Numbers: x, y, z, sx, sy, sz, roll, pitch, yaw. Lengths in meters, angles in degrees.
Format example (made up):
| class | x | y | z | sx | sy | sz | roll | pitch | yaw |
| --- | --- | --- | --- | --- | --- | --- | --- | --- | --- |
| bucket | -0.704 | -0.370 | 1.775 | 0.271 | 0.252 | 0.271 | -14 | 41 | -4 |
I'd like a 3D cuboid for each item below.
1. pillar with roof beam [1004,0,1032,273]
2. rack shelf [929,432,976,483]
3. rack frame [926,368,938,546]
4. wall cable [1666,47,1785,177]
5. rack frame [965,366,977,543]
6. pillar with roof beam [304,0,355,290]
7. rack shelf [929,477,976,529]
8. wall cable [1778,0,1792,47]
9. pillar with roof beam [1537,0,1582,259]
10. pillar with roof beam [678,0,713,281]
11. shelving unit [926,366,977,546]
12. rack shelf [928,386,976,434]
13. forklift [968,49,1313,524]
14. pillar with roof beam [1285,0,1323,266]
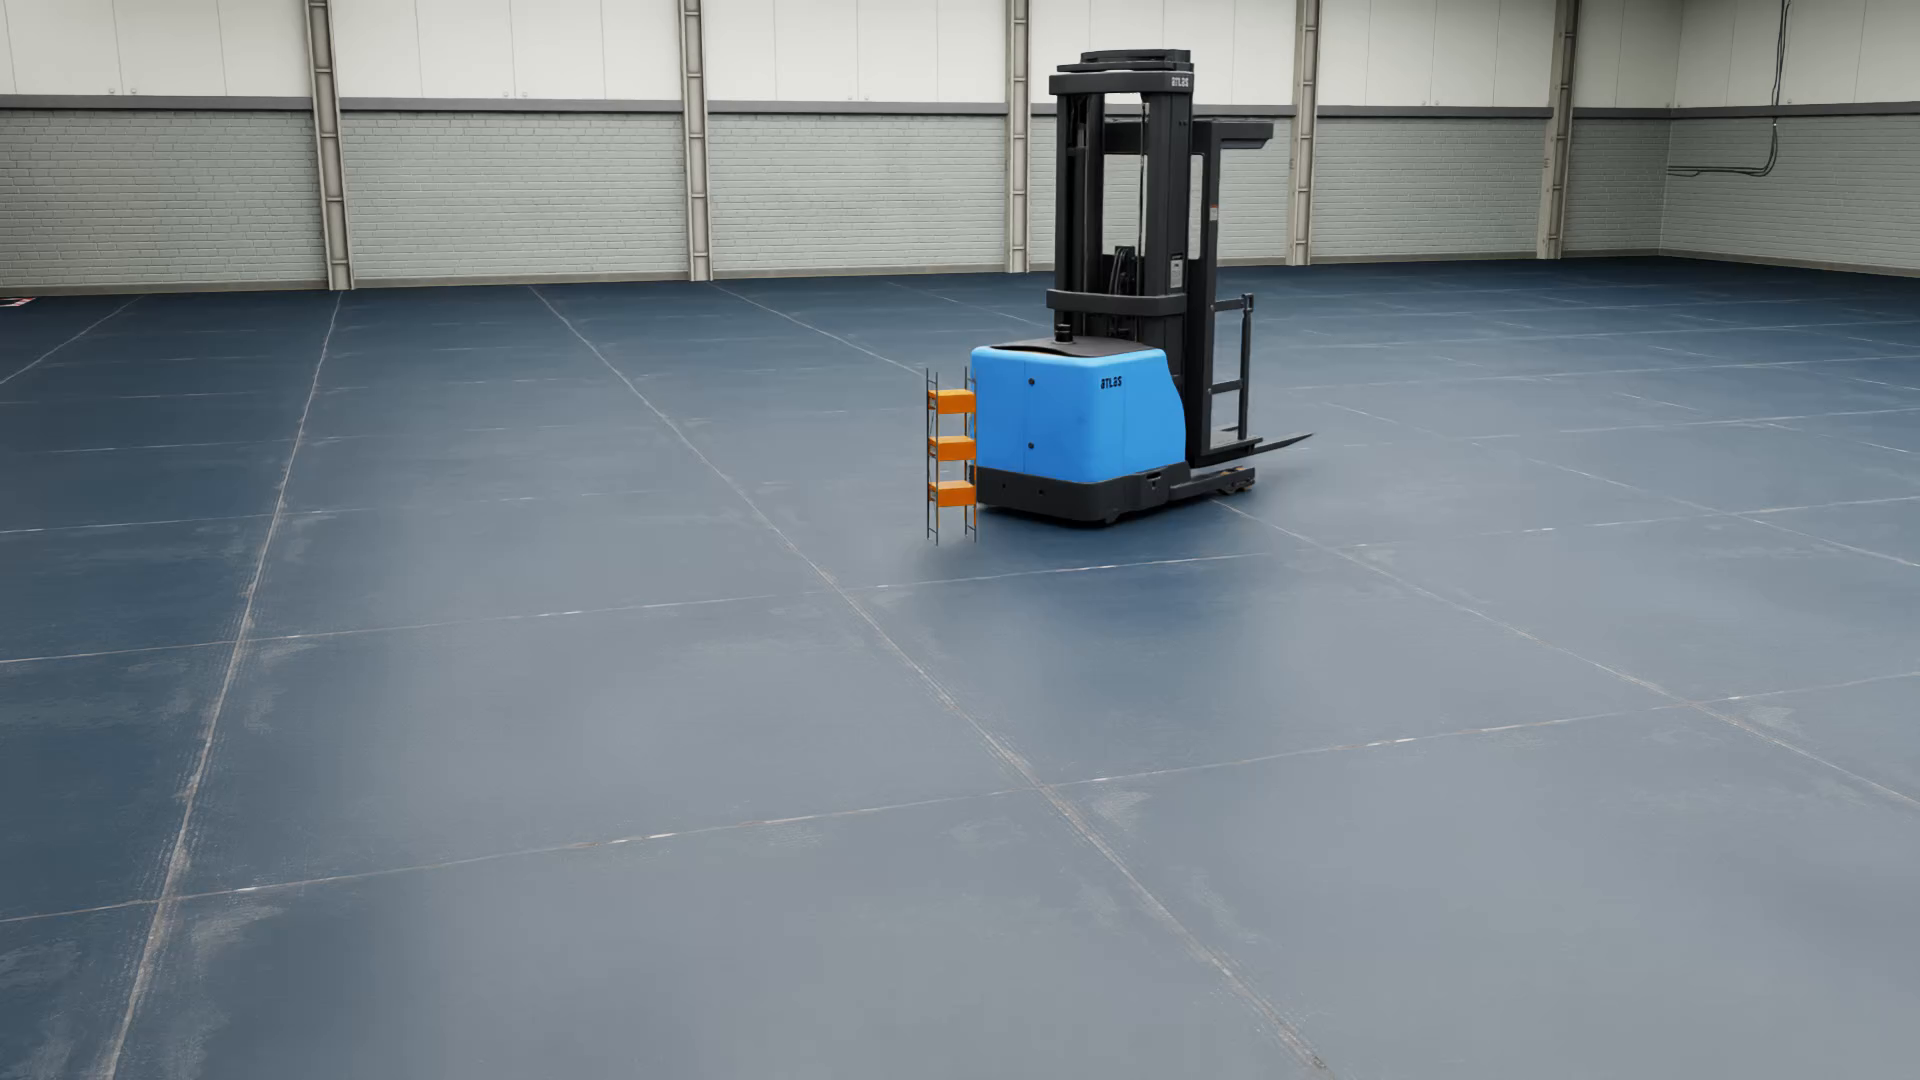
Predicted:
| class | x | y | z | sx | sy | sz | roll | pitch | yaw |
| --- | --- | --- | --- | --- | --- | --- | --- | --- | --- |
| pillar with roof beam | 2.444 | -8.502 | 26.442 | 0.400 | 9.000 | 9.100 | -4 | 14 | -18 |
| rack shelf | -0.051 | -0.497 | 10.007 | 0.240 | 0.259 | 0.215 | -4 | 14 | -18 |
| rack frame | -0.166 | -0.498 | 9.967 | 0.008 | 1.050 | 0.200 | -4 | 14 | -18 |
| wall cable | 15.658 | -8.749 | 34.189 | 0.112 | 2.526 | 3.097 | -4 | 14 | -18 |
| rack frame | 0.065 | -0.516 | 10.043 | 0.008 | 1.050 | 0.200 | -4 | 14 | -18 |
| pillar with roof beam | -8.929 | -7.617 | 22.718 | 0.400 | 9.000 | 9.100 | -4 | 14 | -18 |
| rack shelf | -0.051 | -0.226 | 10.071 | 0.240 | 0.259 | 0.215 | -4 | 14 | -18 |
| wall cable | 16.521 | -10.613 | 31.110 | 0.112 | 2.526 | 3.097 | -4 | 14 | -18 |
| pillar with roof beam | 13.817 | -9.388 | 30.165 | 0.400 | 9.000 | 9.100 | -4 | 14 | -18 |
| pillar with roof beam | -3.243 | -8.060 | 24.580 | 0.400 | 9.000 | 9.100 | -4 | 14 | -18 |
| shelving unit | -0.051 | -0.507 | 10.005 | 0.252 | 1.050 | 0.215 | -4 | 14 | -18 |
| rack shelf | -0.051 | -0.773 | 9.941 | 0.240 | 0.259 | 0.215 | -4 | 14 | -18 |
| forklift | 1.410 | -1.803 | 11.390 | 1.130 | 2.935 | 3.031 | 12 | 18 | 40 |
| pillar with roof beam | 8.131 | -8.945 | 28.303 | 0.400 | 9.000 | 9.100 | -4 | 14 | -18 |
